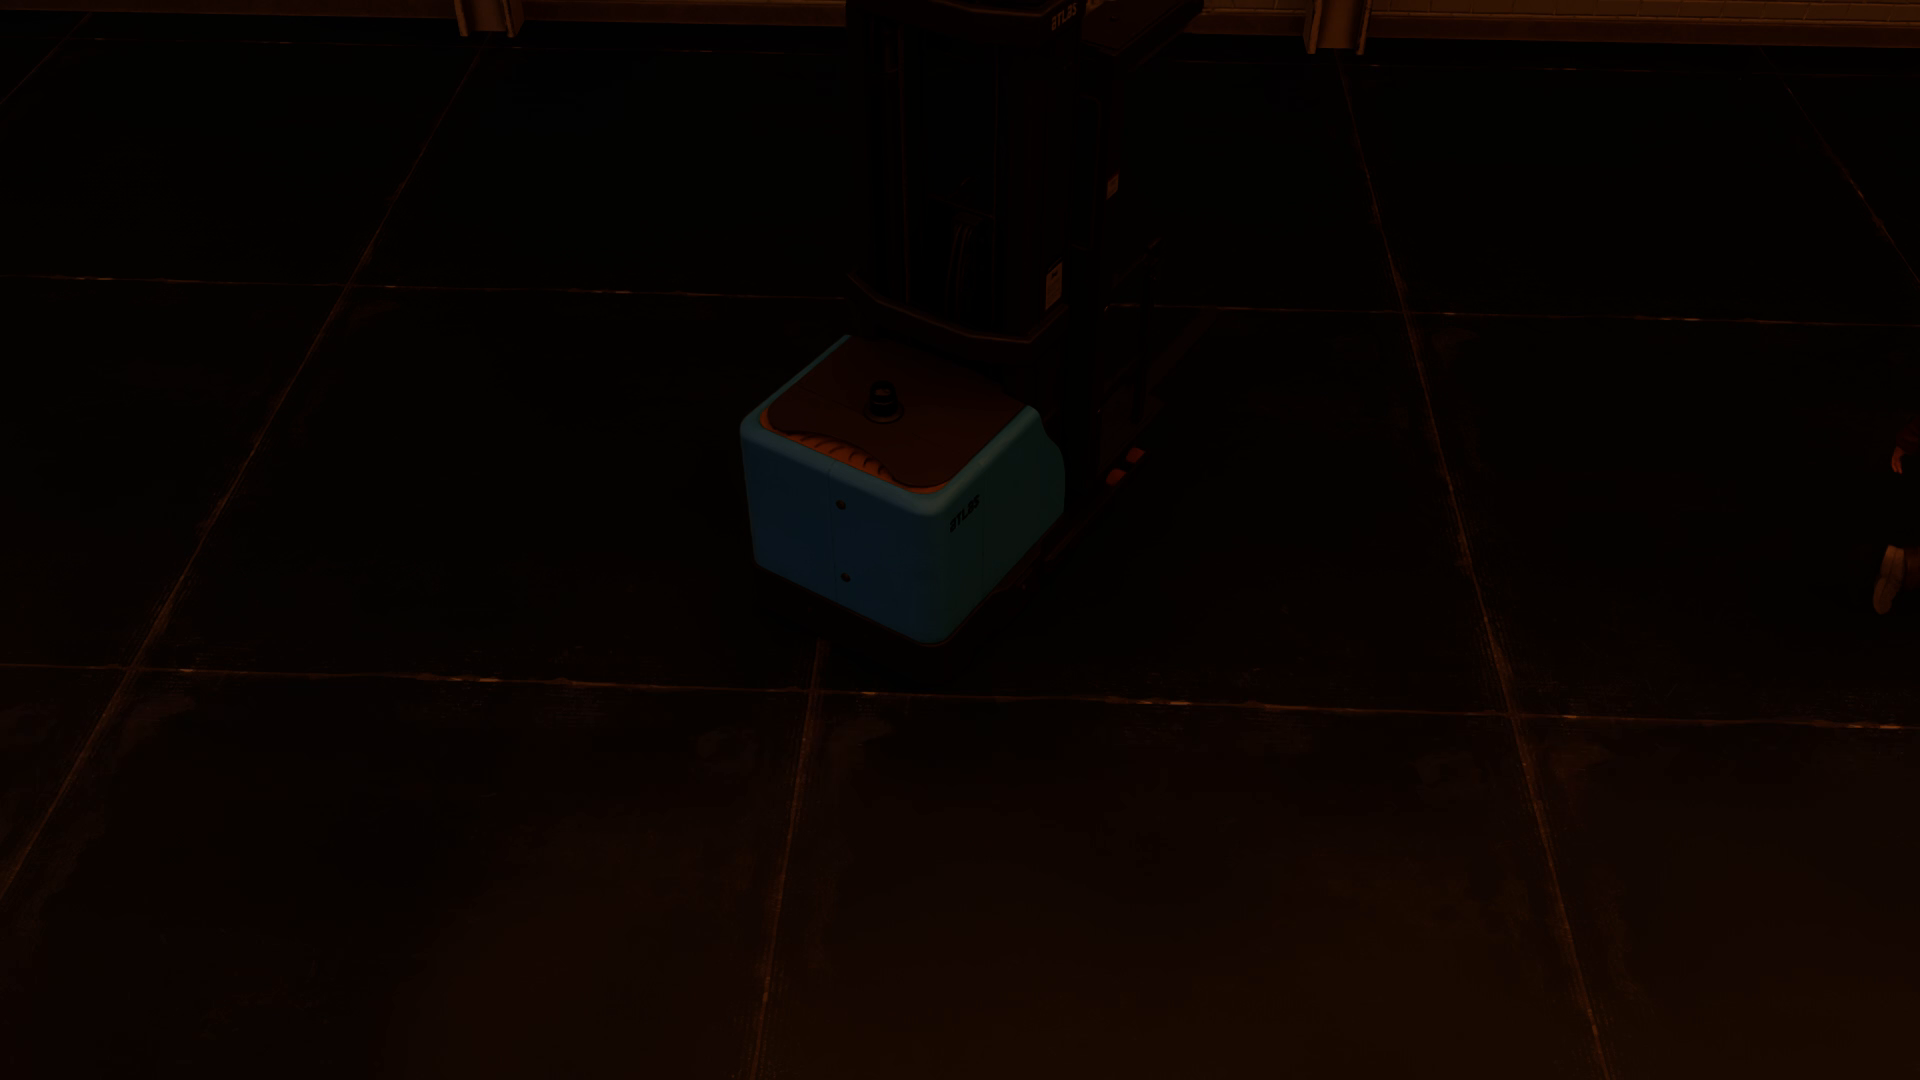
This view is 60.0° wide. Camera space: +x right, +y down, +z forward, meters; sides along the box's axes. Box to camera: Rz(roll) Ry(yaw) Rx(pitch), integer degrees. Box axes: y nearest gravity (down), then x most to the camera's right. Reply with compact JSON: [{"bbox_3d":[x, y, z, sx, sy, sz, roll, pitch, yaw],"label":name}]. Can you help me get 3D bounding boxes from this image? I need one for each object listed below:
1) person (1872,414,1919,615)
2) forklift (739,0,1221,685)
[{"bbox_3d":[4.495,-0.332,7.170,0.911,1.543,0.704,-18,45,-19],"label":"person"},{"bbox_3d":[0.296,-1.426,7.304,1.130,2.935,3.031,24,48,24],"label":"forklift"}]
